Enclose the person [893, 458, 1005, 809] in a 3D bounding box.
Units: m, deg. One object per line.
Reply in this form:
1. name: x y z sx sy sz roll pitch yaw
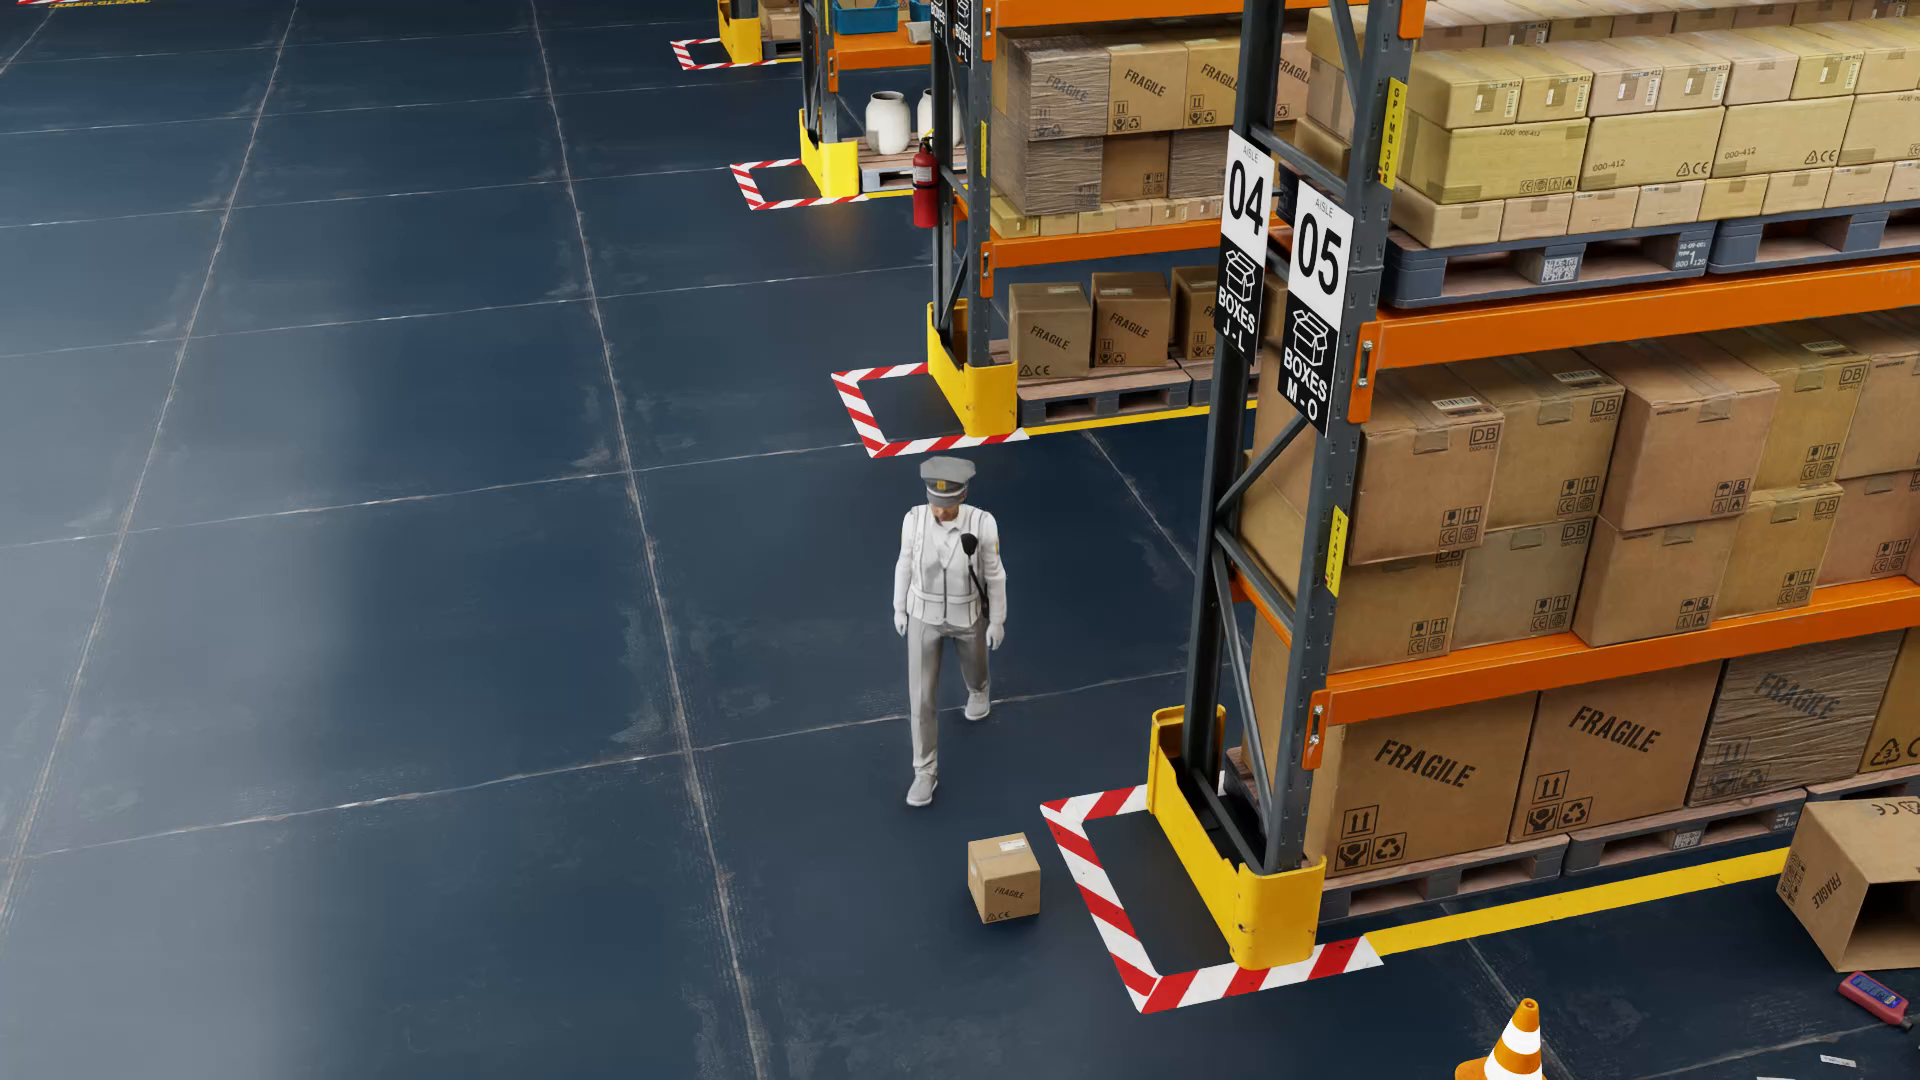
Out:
1. person: -0.054 0.375 7.584 0.517 1.643 0.825 3 31 5
